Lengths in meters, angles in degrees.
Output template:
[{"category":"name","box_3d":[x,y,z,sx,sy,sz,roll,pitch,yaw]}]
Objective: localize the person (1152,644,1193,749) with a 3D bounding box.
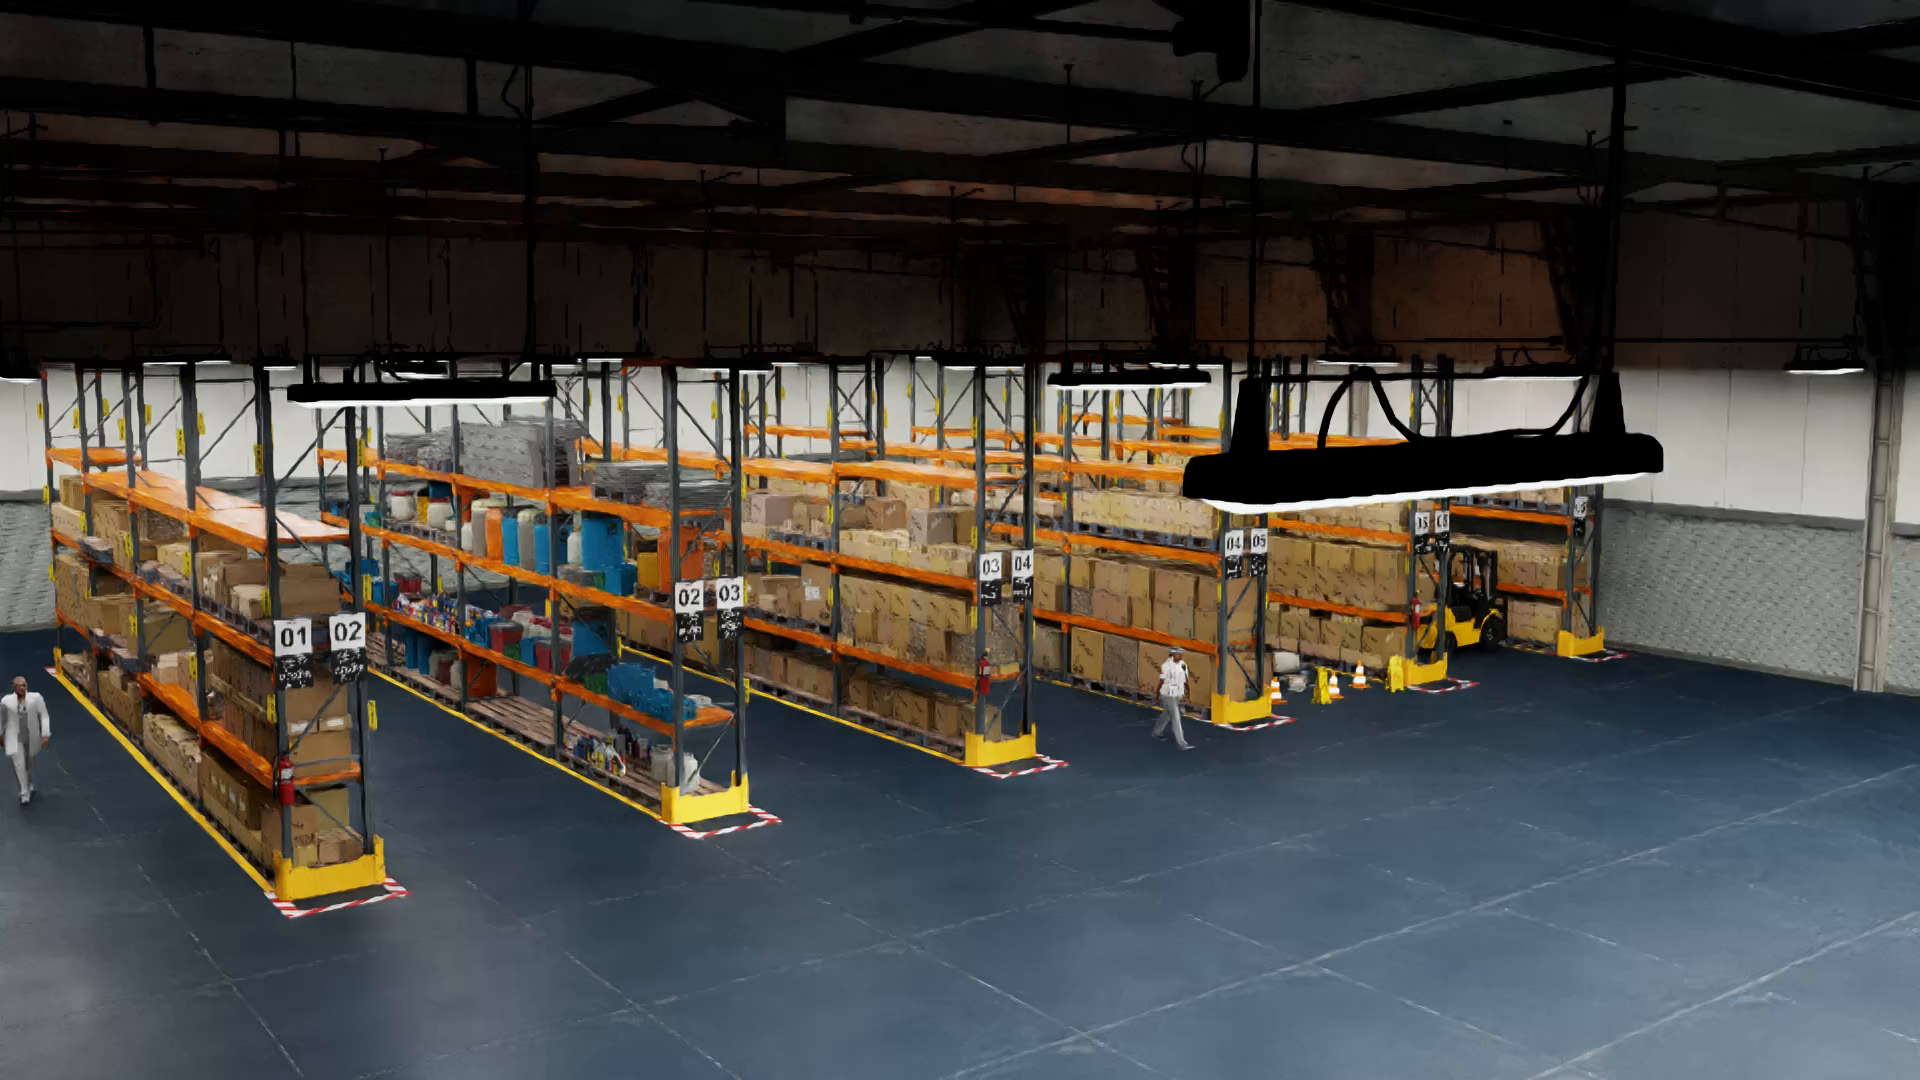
[{"category":"person","box_3d":[3.348,2.404,25.980,0.463,1.625,0.998,-5,9,-37]}]

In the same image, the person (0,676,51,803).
[{"category":"person","box_3d":[-12.913,2.719,22.970,0.598,1.725,1.110,-5,9,-37]}]

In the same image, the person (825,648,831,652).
[{"category":"person","box_3d":[-2.472,1.497,33.755,0.580,1.600,0.507,-5,9,-38]}]
